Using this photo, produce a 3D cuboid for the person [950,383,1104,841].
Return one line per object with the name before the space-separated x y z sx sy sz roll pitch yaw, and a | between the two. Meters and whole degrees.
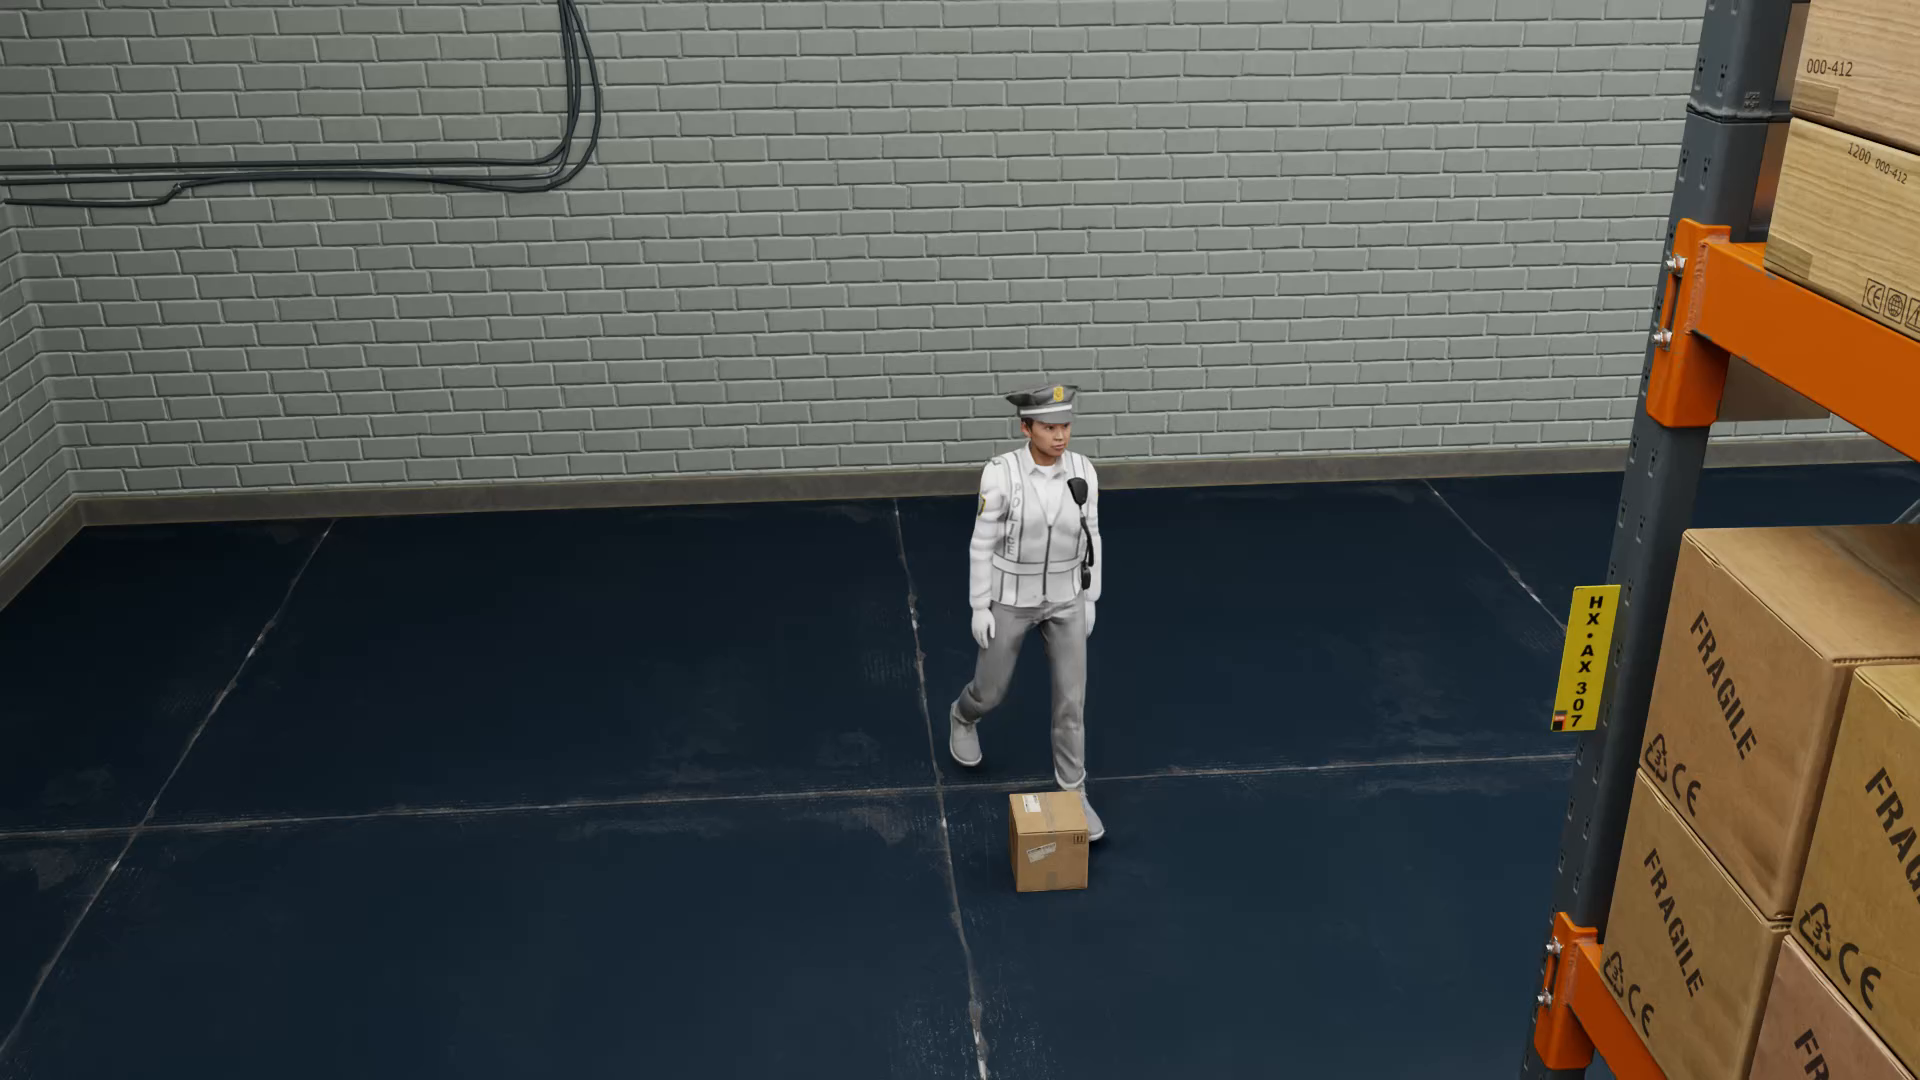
person | 0.270 0.208 6.060 0.526 1.669 0.787 -5 24 -12
